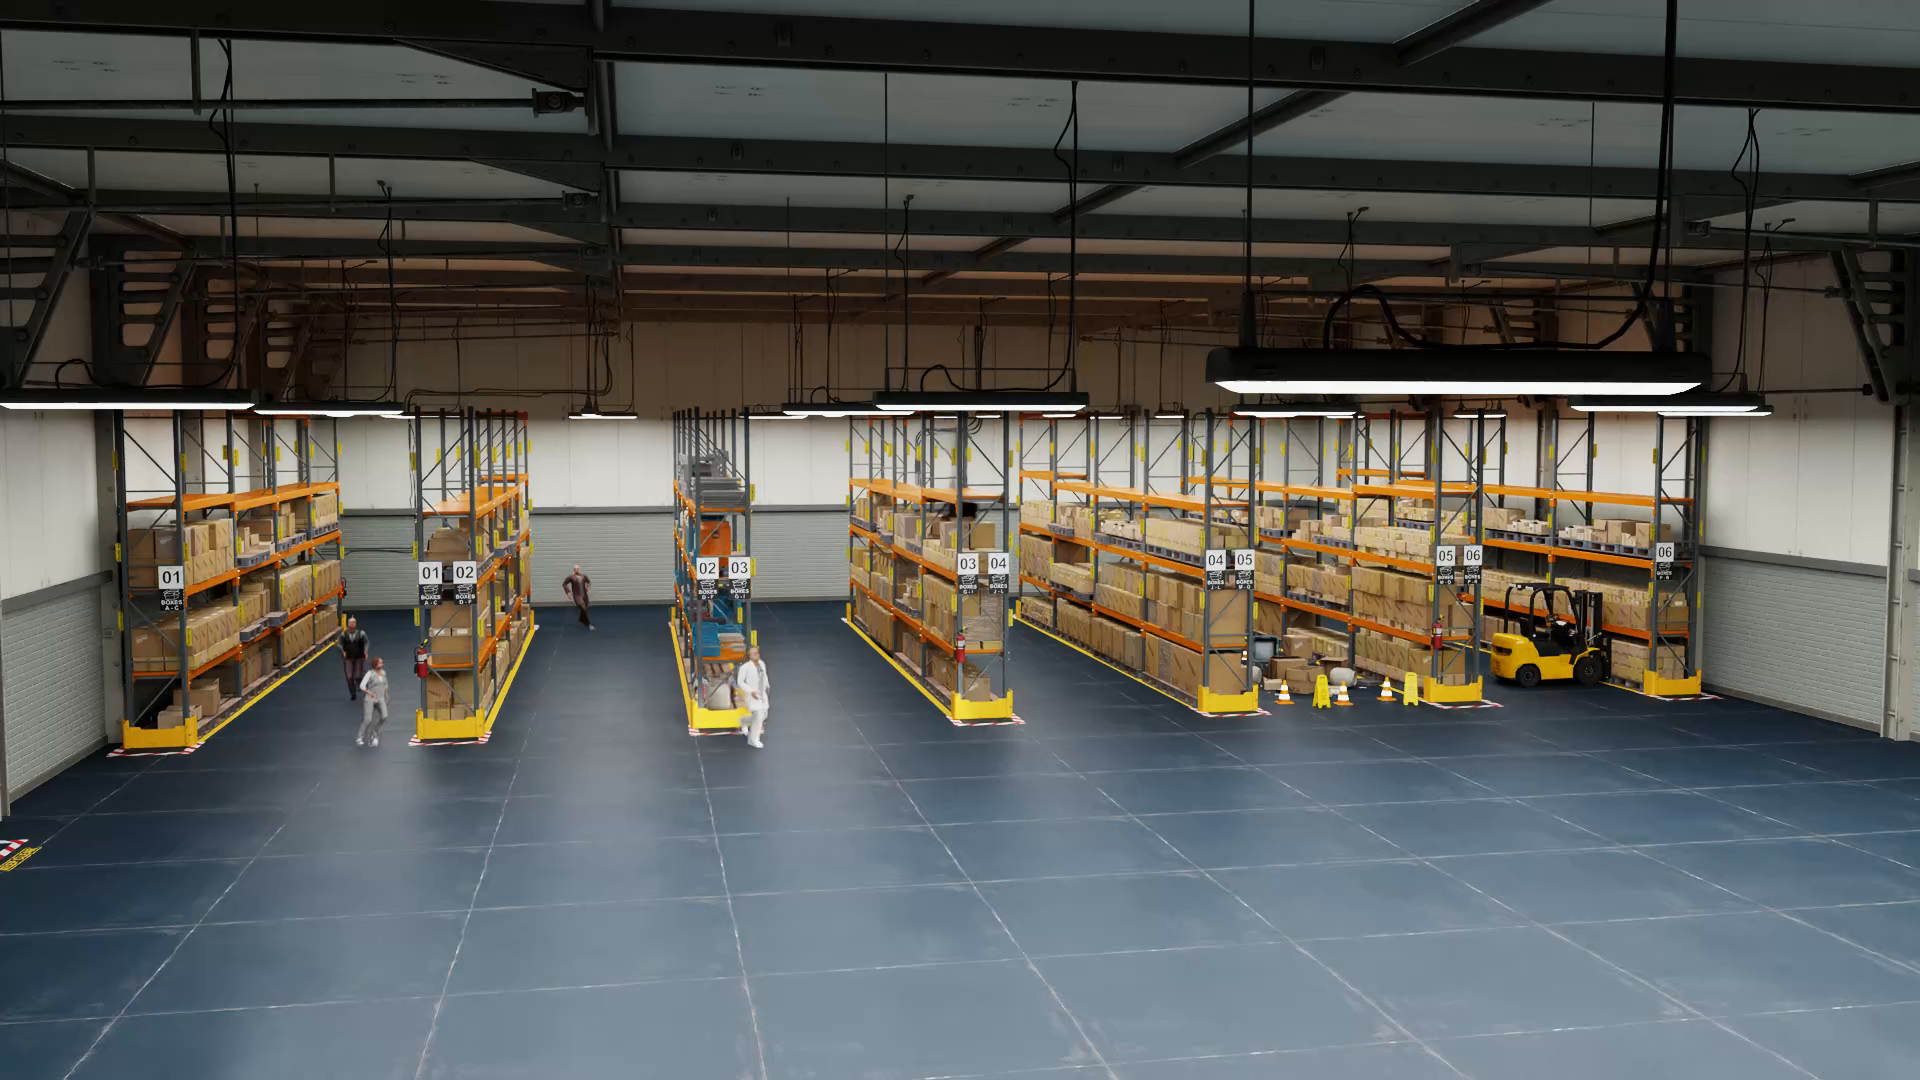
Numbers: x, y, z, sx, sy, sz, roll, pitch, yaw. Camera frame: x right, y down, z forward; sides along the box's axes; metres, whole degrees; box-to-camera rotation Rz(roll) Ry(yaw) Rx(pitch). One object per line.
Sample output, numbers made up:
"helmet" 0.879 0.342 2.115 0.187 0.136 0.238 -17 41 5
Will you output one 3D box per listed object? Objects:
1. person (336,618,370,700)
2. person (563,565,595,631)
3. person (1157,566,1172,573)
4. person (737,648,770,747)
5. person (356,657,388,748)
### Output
"person" -12.532 2.452 34.348 0.661 1.682 0.585 -1 4 -17
"person" -10.481 1.581 45.840 0.765 1.782 0.991 -4 6 -43
"person" 6.317 1.236 51.496 0.611 1.655 0.609 -2 5 -28
"person" -3.693 2.772 29.451 0.709 1.766 0.714 3 5 39
"person" -10.319 2.855 29.366 0.609 1.584 0.599 4 5 41
